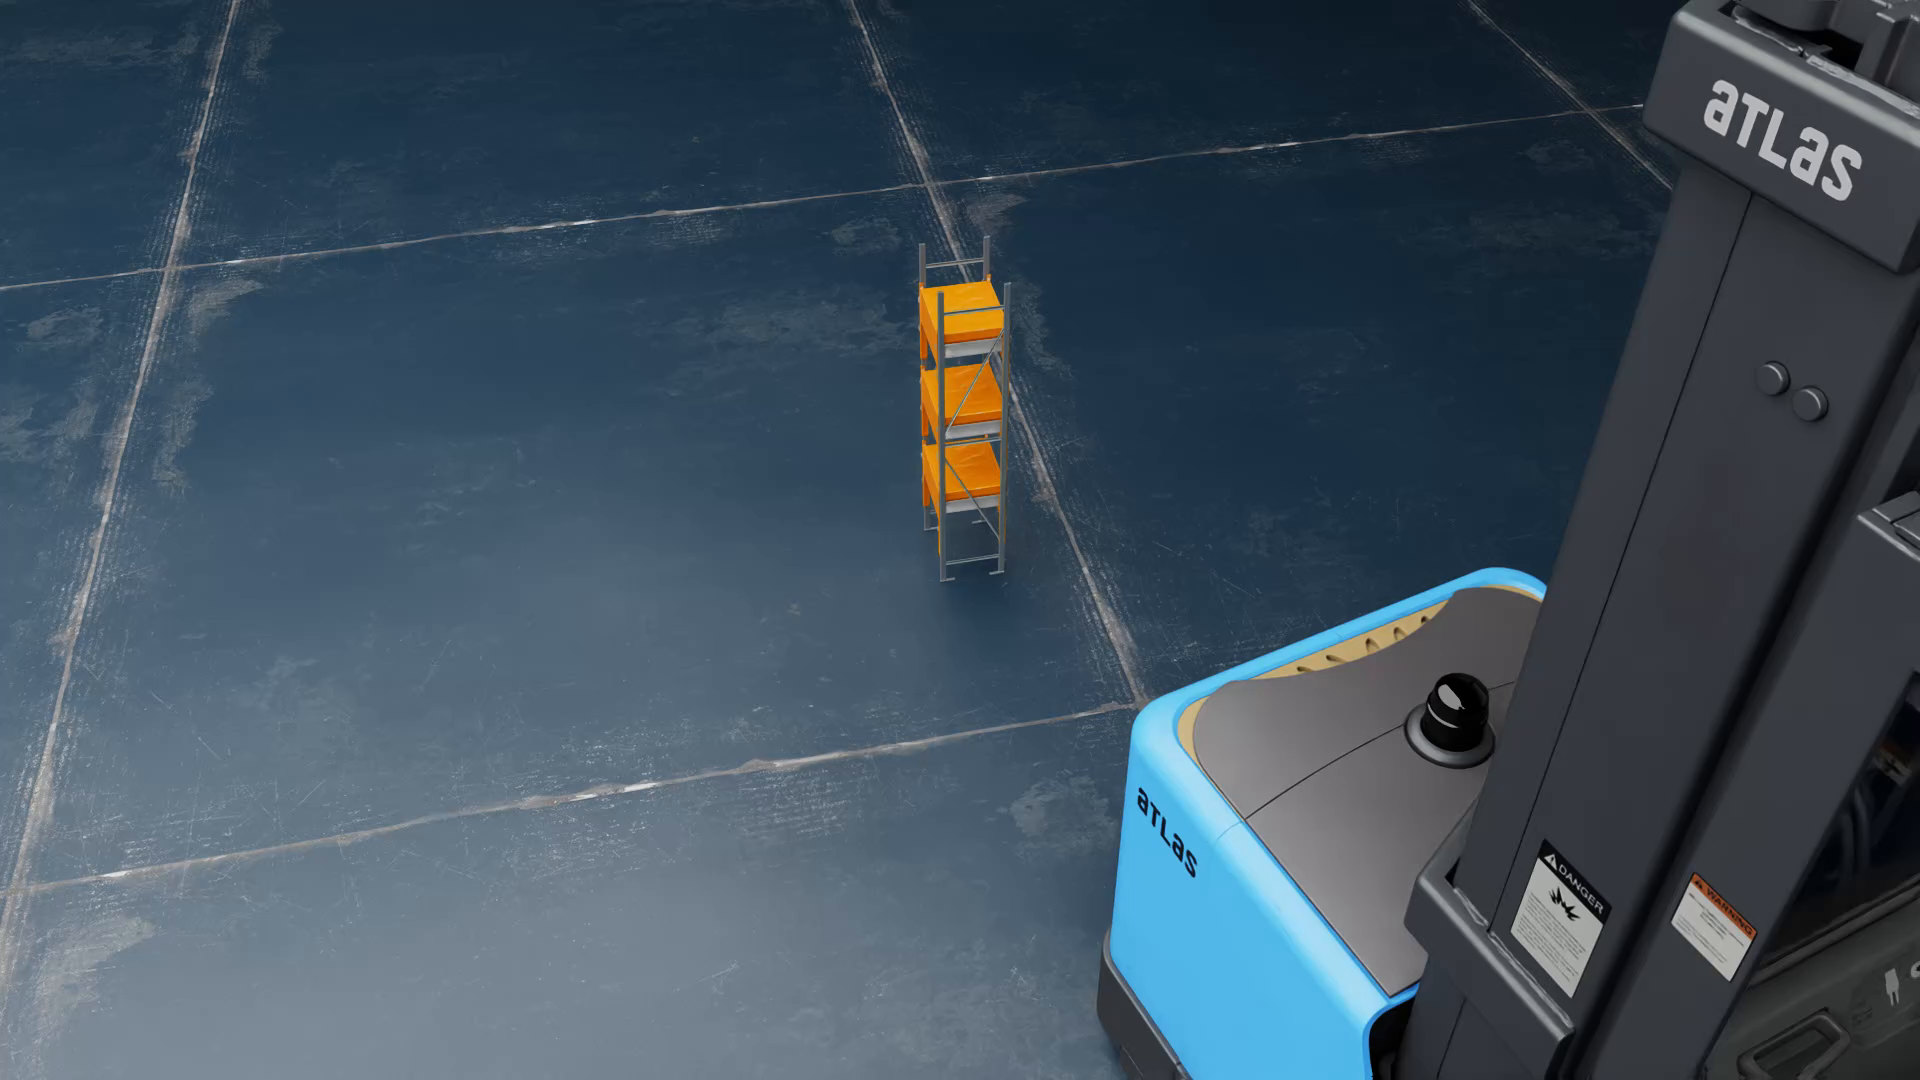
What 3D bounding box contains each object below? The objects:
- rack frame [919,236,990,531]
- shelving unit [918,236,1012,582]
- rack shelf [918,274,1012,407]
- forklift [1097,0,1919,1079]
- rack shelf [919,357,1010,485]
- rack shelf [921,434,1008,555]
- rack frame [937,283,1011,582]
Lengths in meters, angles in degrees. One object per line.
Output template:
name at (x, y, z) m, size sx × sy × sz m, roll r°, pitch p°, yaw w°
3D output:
rack frame at (-0.015, -0.437, 4.951) m, size 0.200 × 1.050 × 0.008 m, roll -8°, pitch 42°, yaw -9°
shelving unit at (0.012, -0.358, 4.862) m, size 0.215 × 1.050 × 0.252 m, roll -8°, pitch 42°, yaw -9°
rack shelf at (0.012, -0.562, 4.681) m, size 0.215 × 0.259 × 0.240 m, roll -8°, pitch 42°, yaw -9°
forklift at (1.445, 0.760, 2.186) m, size 1.130 × 2.935 × 3.031 m, roll -19°, pitch 45°, yaw -20°
rack shelf at (0.012, -0.350, 4.869) m, size 0.215 × 0.259 × 0.240 m, roll -8°, pitch 42°, yaw -9°
rack shelf at (0.012, -0.142, 5.054) m, size 0.215 × 0.259 × 0.240 m, roll -8°, pitch 42°, yaw -9°
rack frame at (0.038, -0.279, 4.773) m, size 0.200 × 1.050 × 0.008 m, roll -8°, pitch 42°, yaw -9°
